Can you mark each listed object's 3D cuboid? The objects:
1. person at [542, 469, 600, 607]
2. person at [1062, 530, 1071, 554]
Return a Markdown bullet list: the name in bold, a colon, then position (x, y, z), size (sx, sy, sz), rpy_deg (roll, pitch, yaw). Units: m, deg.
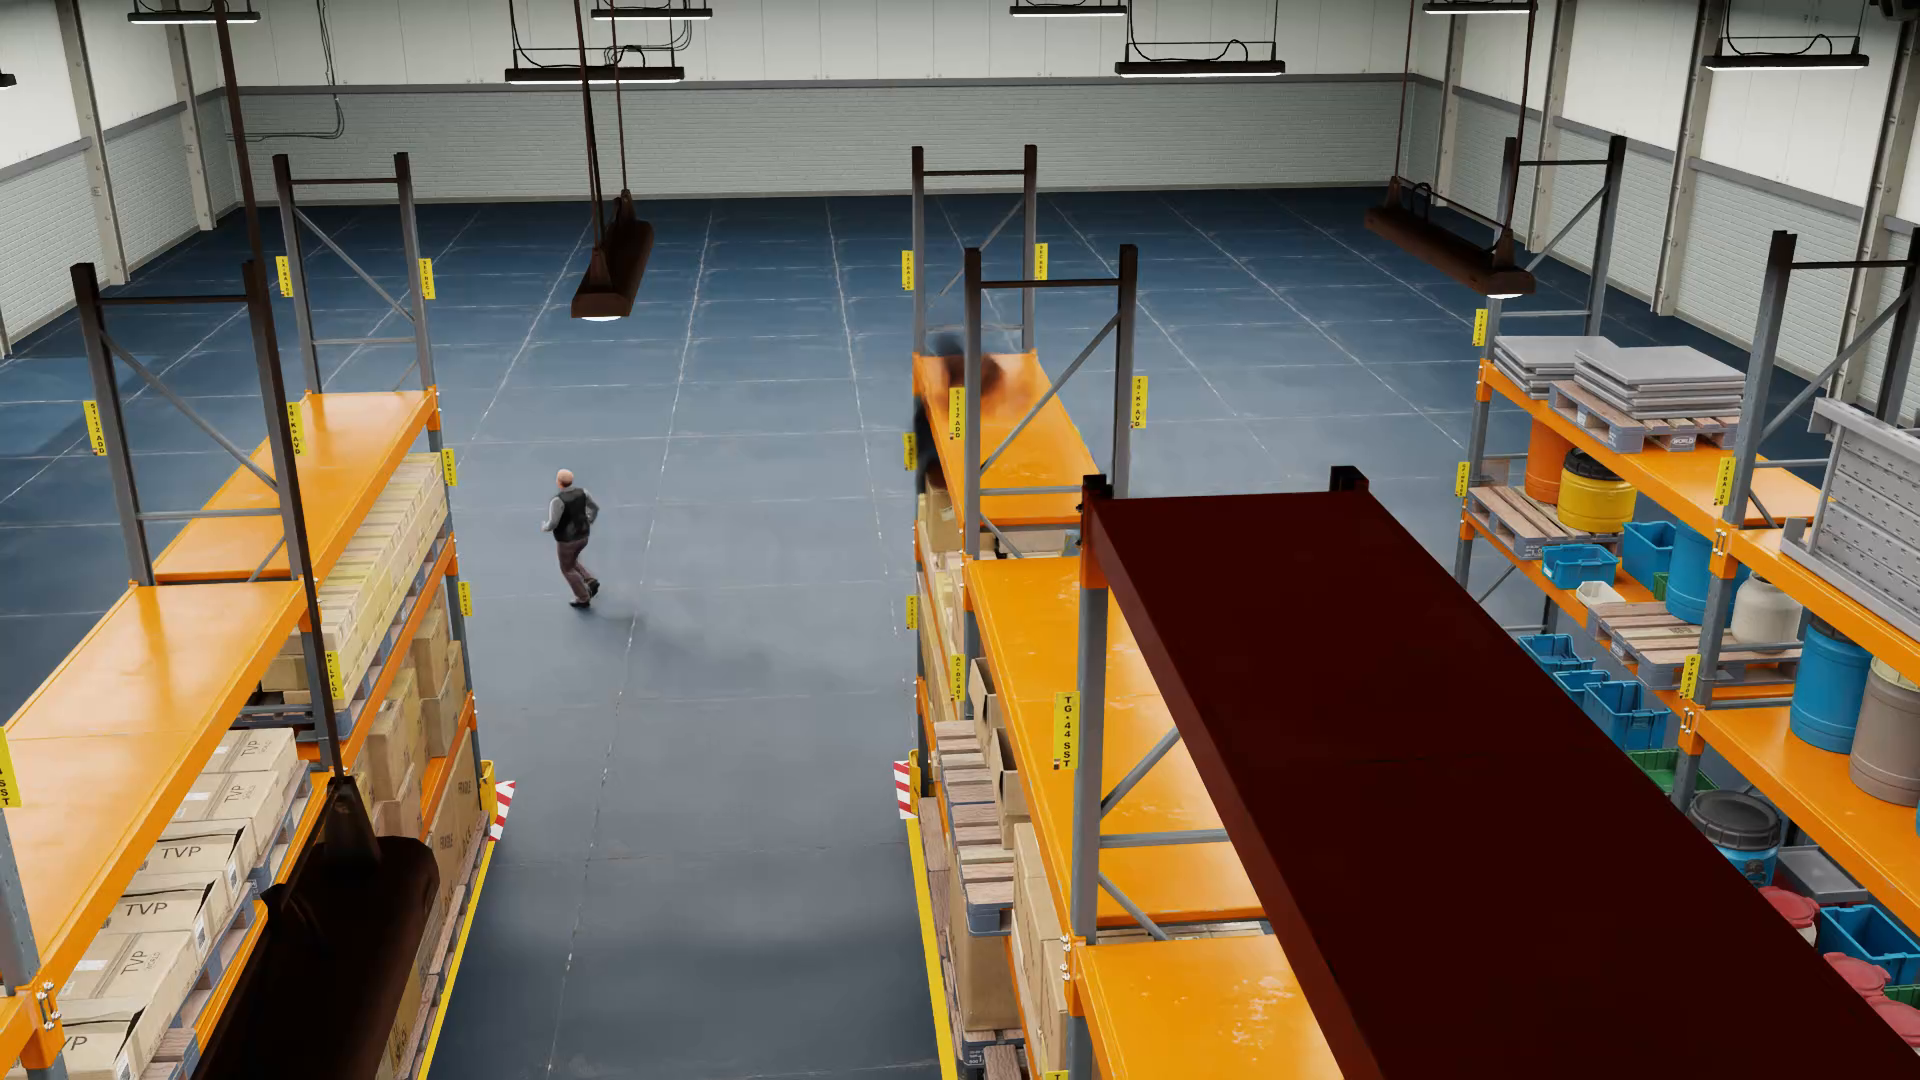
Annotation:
- **person**: position (-4.569, -0.026, 19.424), size (0.571, 1.689, 0.672), rpy_deg (12, 25, 28)
- **person**: position (1.138, -0.639, 20.905), size (0.589, 1.720, 0.692), rpy_deg (5, 22, 13)
